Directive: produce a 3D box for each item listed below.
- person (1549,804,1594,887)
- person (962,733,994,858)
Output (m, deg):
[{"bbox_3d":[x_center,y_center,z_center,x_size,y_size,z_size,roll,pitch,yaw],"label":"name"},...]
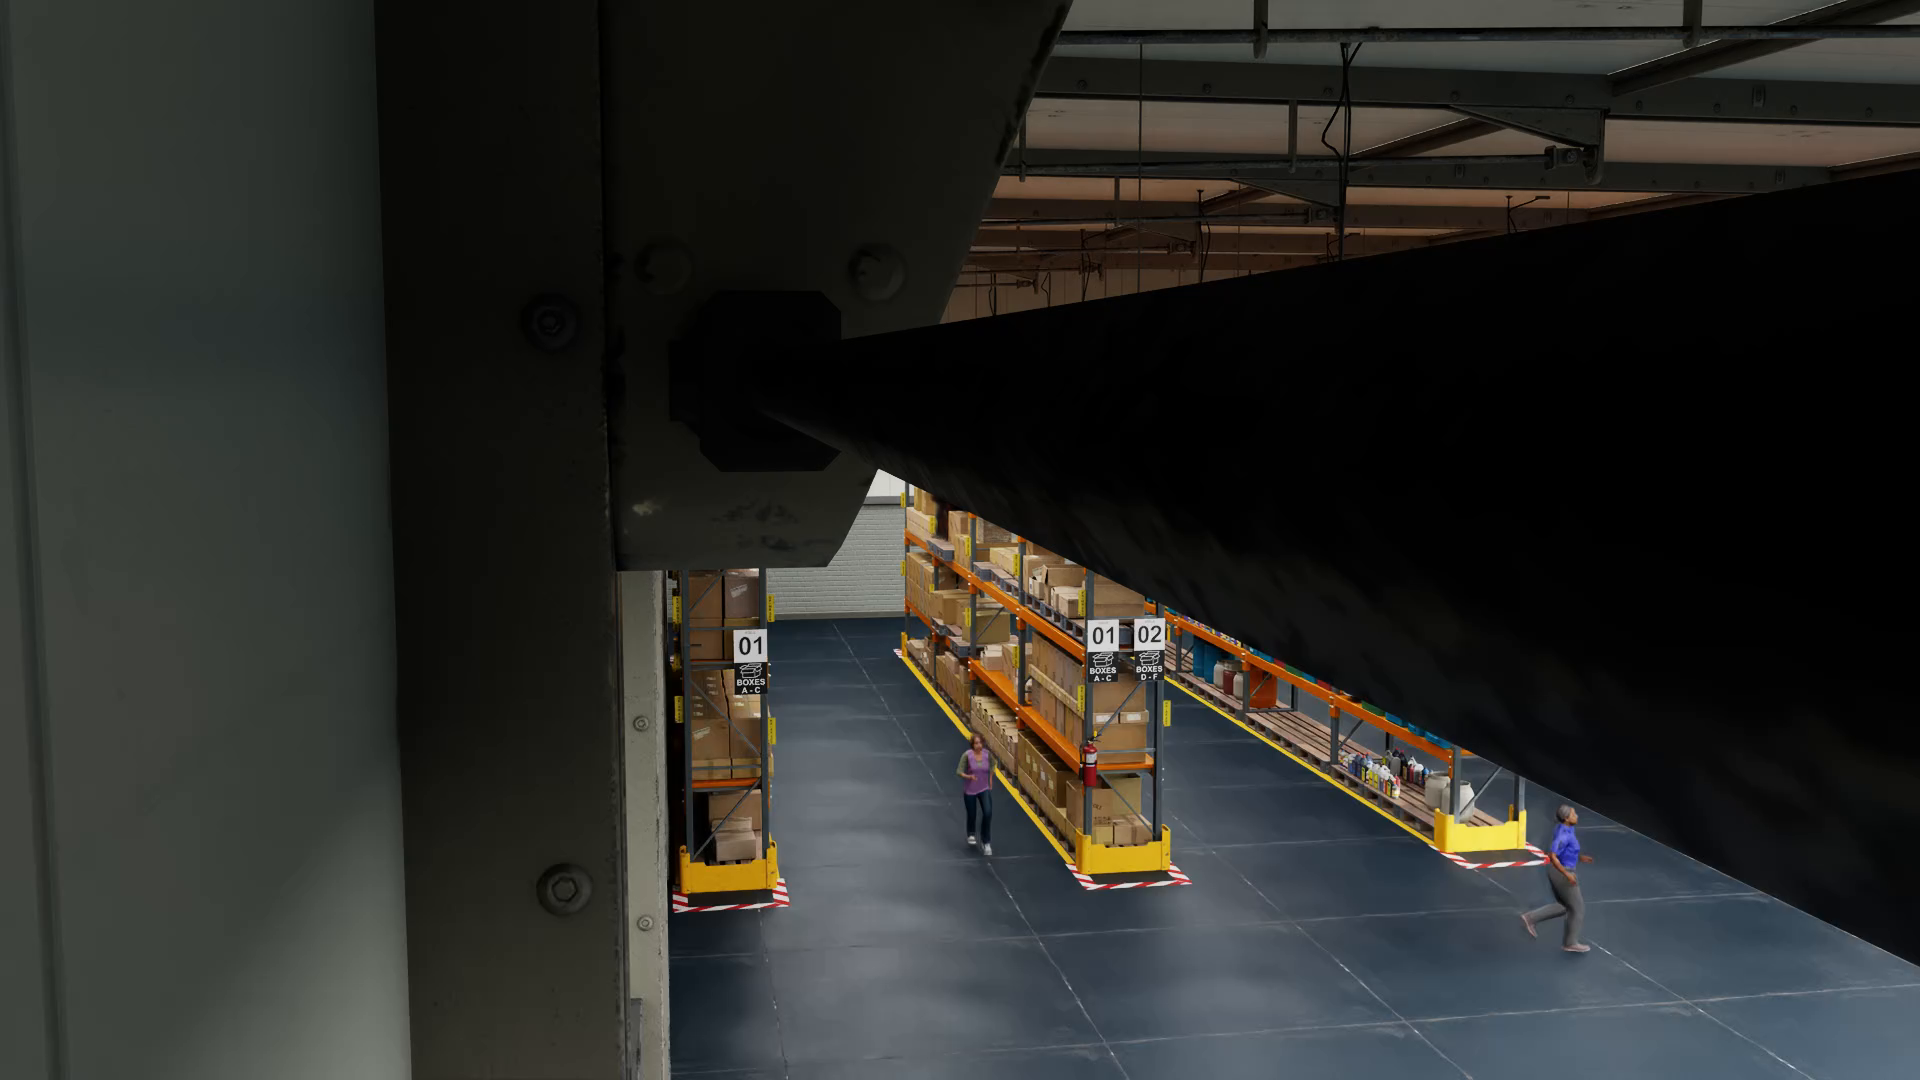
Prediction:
[{"bbox_3d":[6.596,3.271,17.944,0.504,0.841,0.576,1,6,13],"label":"person"},{"bbox_3d":[0.219,3.303,21.702,0.528,1.602,0.747,-1,6,-10],"label":"person"}]
